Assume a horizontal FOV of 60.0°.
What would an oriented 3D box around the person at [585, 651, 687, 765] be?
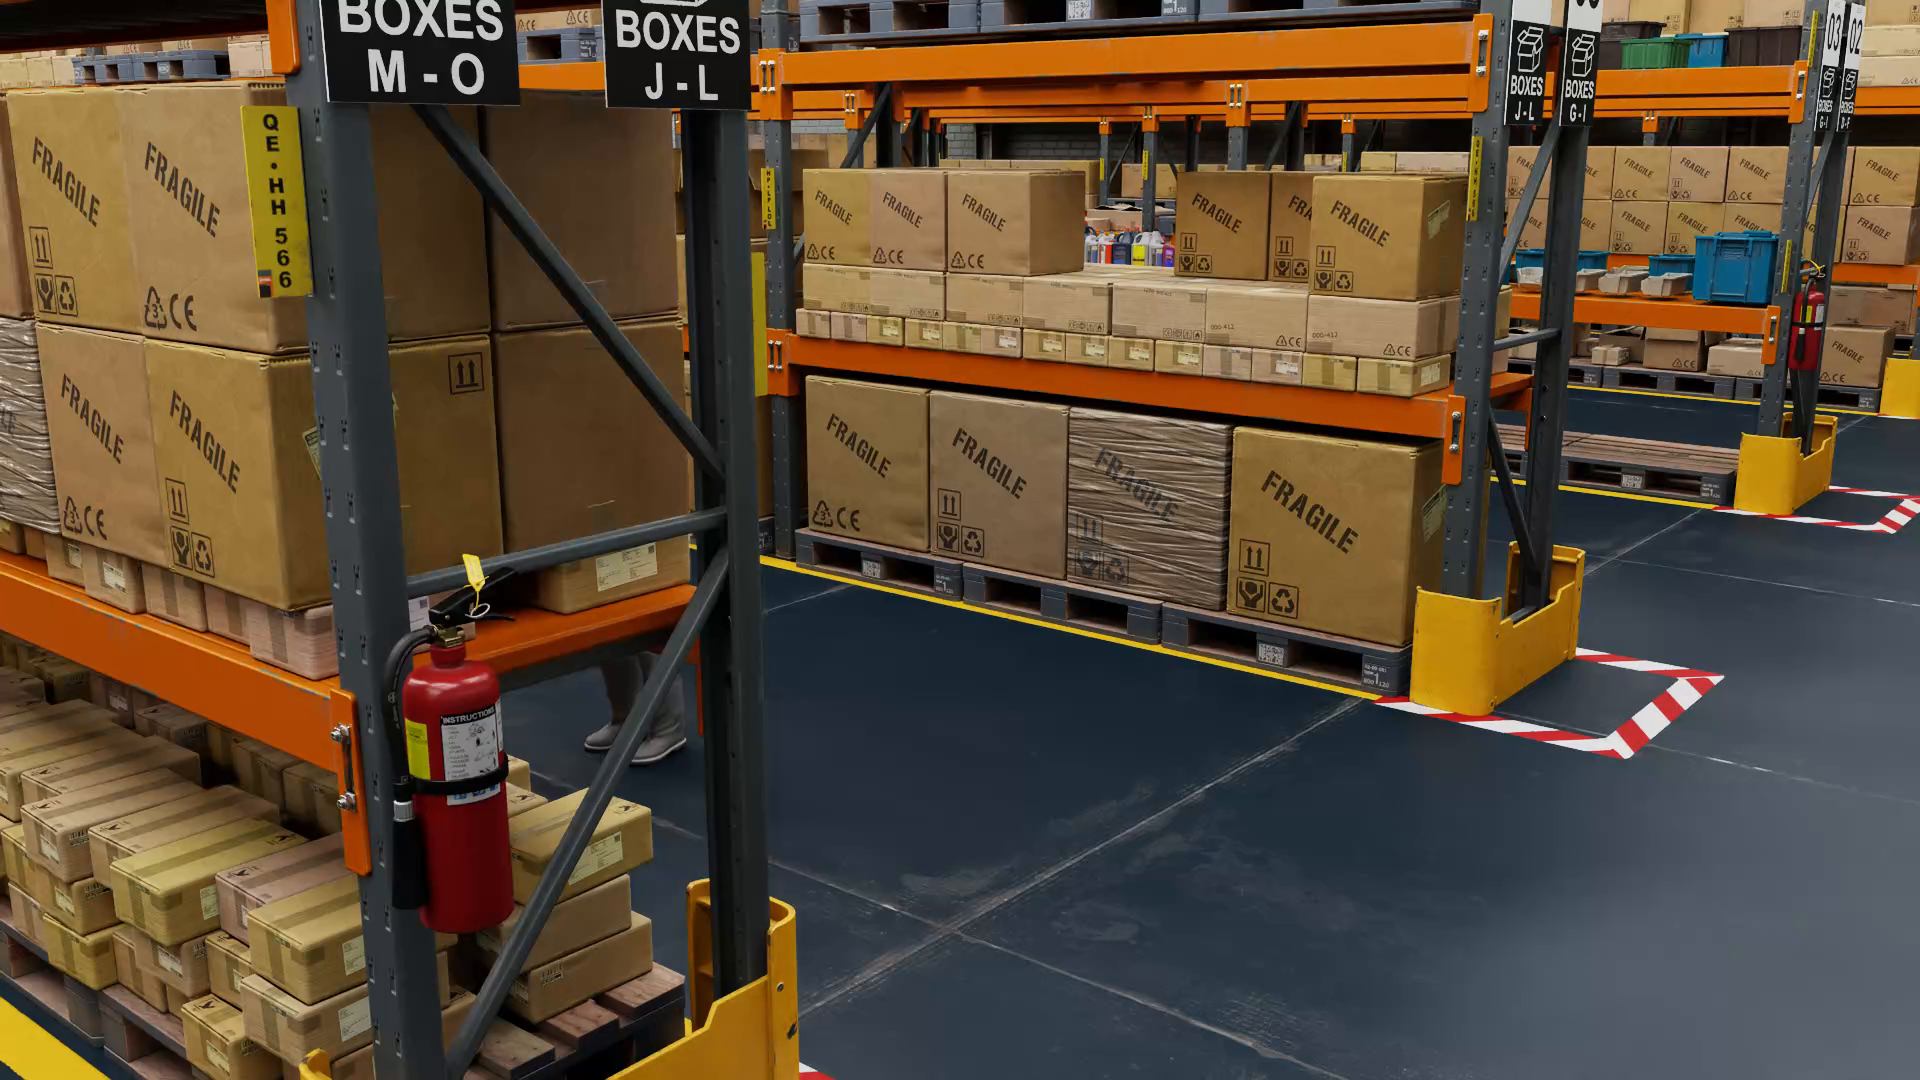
[{"bbox_3d":[-1.312,0.028,6.358,0.416,1.680,0.530,10,17,37],"label":"person"}]
